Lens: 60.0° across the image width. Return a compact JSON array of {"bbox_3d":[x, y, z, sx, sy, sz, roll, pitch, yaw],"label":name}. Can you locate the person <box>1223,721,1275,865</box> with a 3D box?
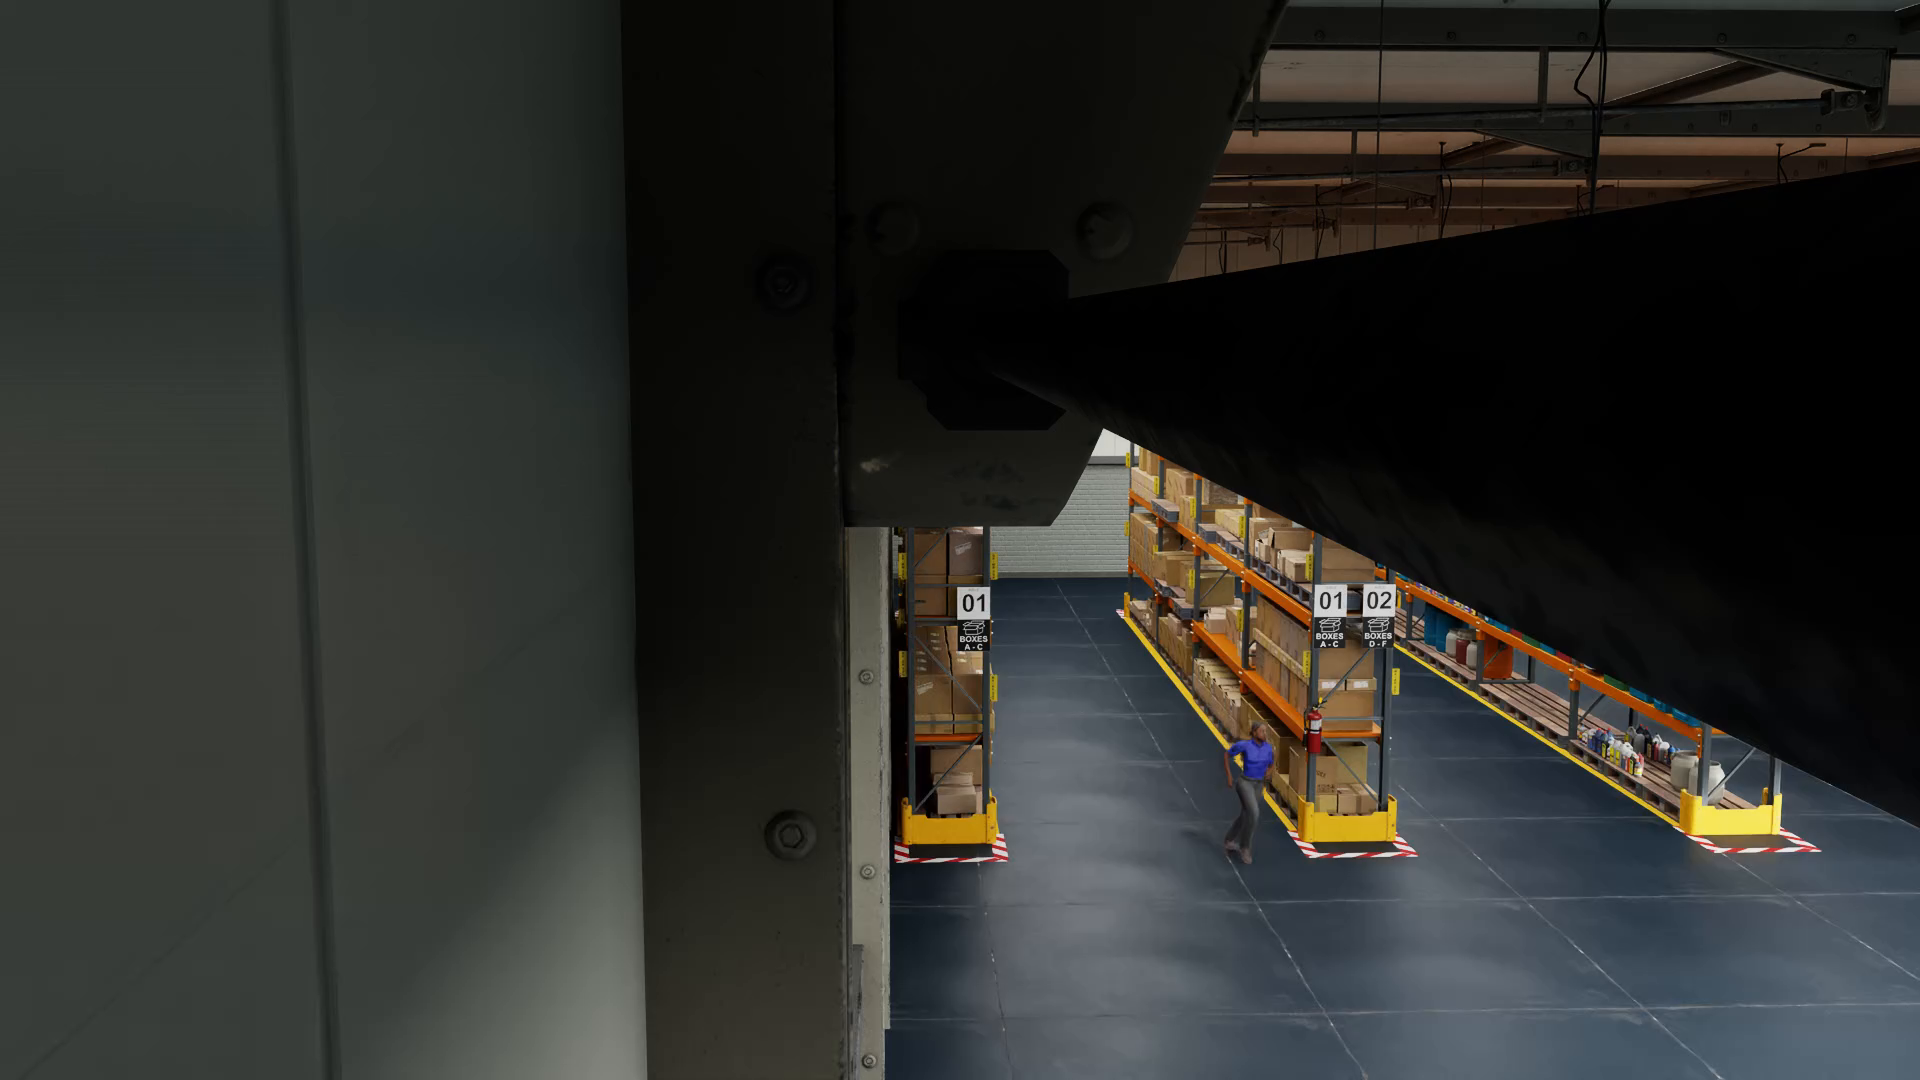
[{"bbox_3d":[3.495,2.984,19.954,0.590,1.646,0.681,-4,8,-26],"label":"person"}]

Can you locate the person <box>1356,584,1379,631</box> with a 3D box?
[{"bbox_3d":[7.752,1.399,31.854,0.659,1.787,1.024,0,7,3],"label":"person"}]
